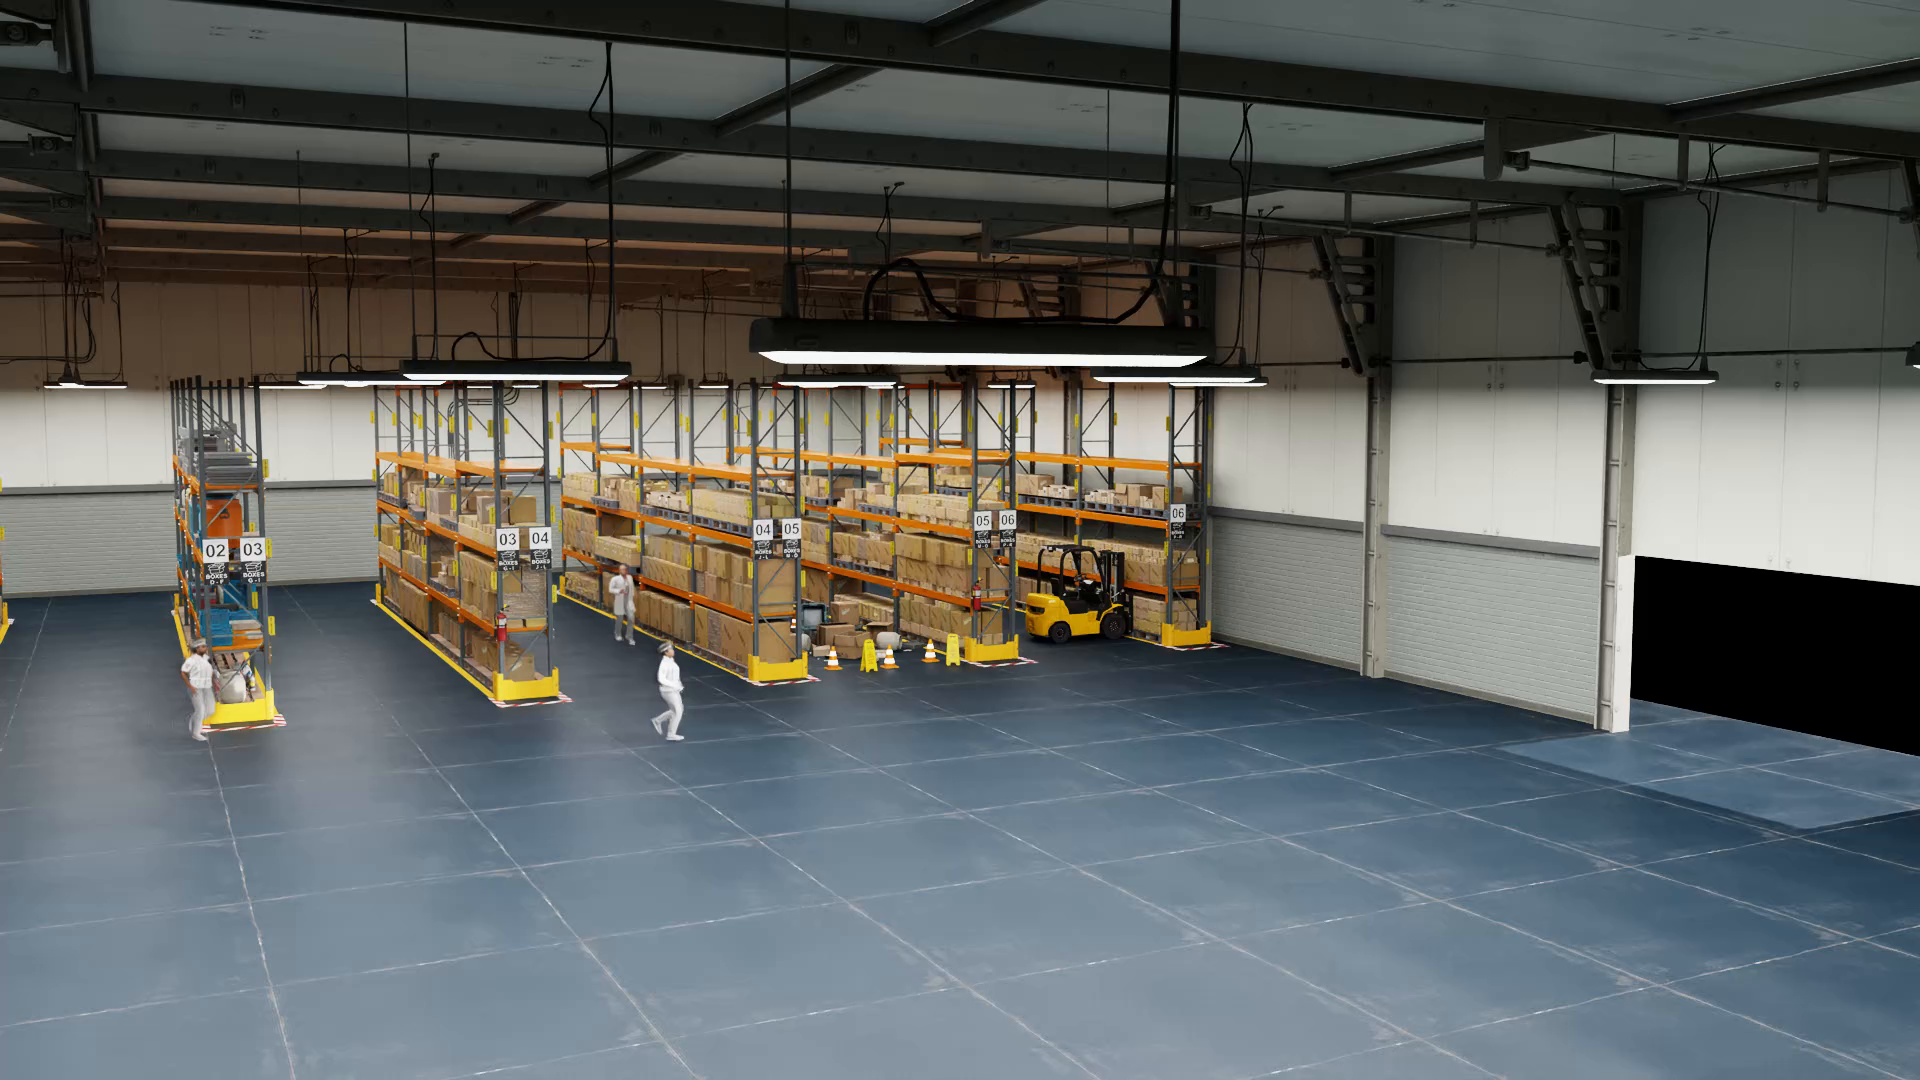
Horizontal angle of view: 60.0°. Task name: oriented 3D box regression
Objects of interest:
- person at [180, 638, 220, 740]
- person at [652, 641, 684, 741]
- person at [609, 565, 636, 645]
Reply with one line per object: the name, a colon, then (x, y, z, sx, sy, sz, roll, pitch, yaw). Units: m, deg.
person: (-12.575, 2.466, 27.569, 0.506, 1.657, 0.635, 3, 6, 27)
person: (-4.793, 2.471, 27.309, 0.566, 1.646, 0.613, 0, 5, 1)
person: (-7.679, 1.579, 37.863, 0.689, 1.636, 0.857, -3, 6, -31)
